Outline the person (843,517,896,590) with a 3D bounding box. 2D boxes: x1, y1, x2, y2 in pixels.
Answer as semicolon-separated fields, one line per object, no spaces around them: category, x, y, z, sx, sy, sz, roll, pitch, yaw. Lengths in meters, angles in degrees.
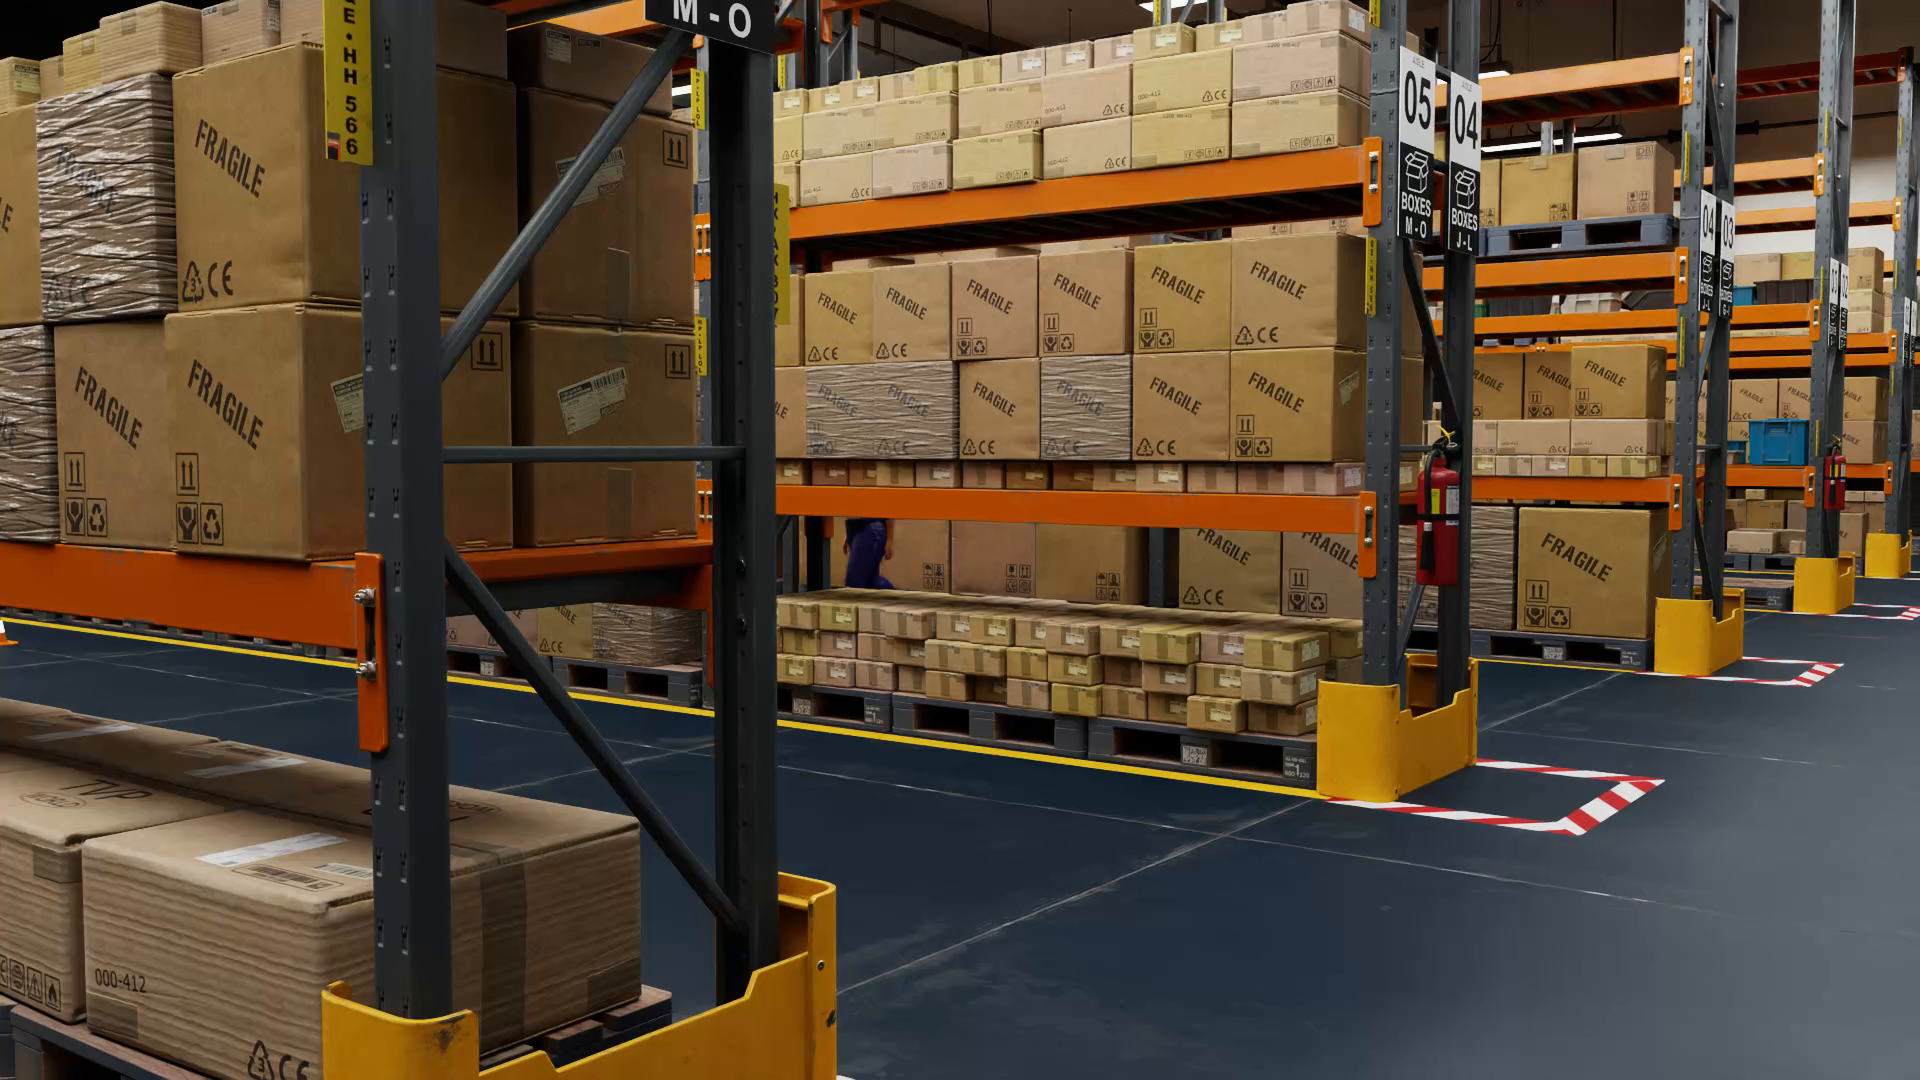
person;-0.688;-0.029;12.726;0.934;1.620;0.475;-2;4;-31
